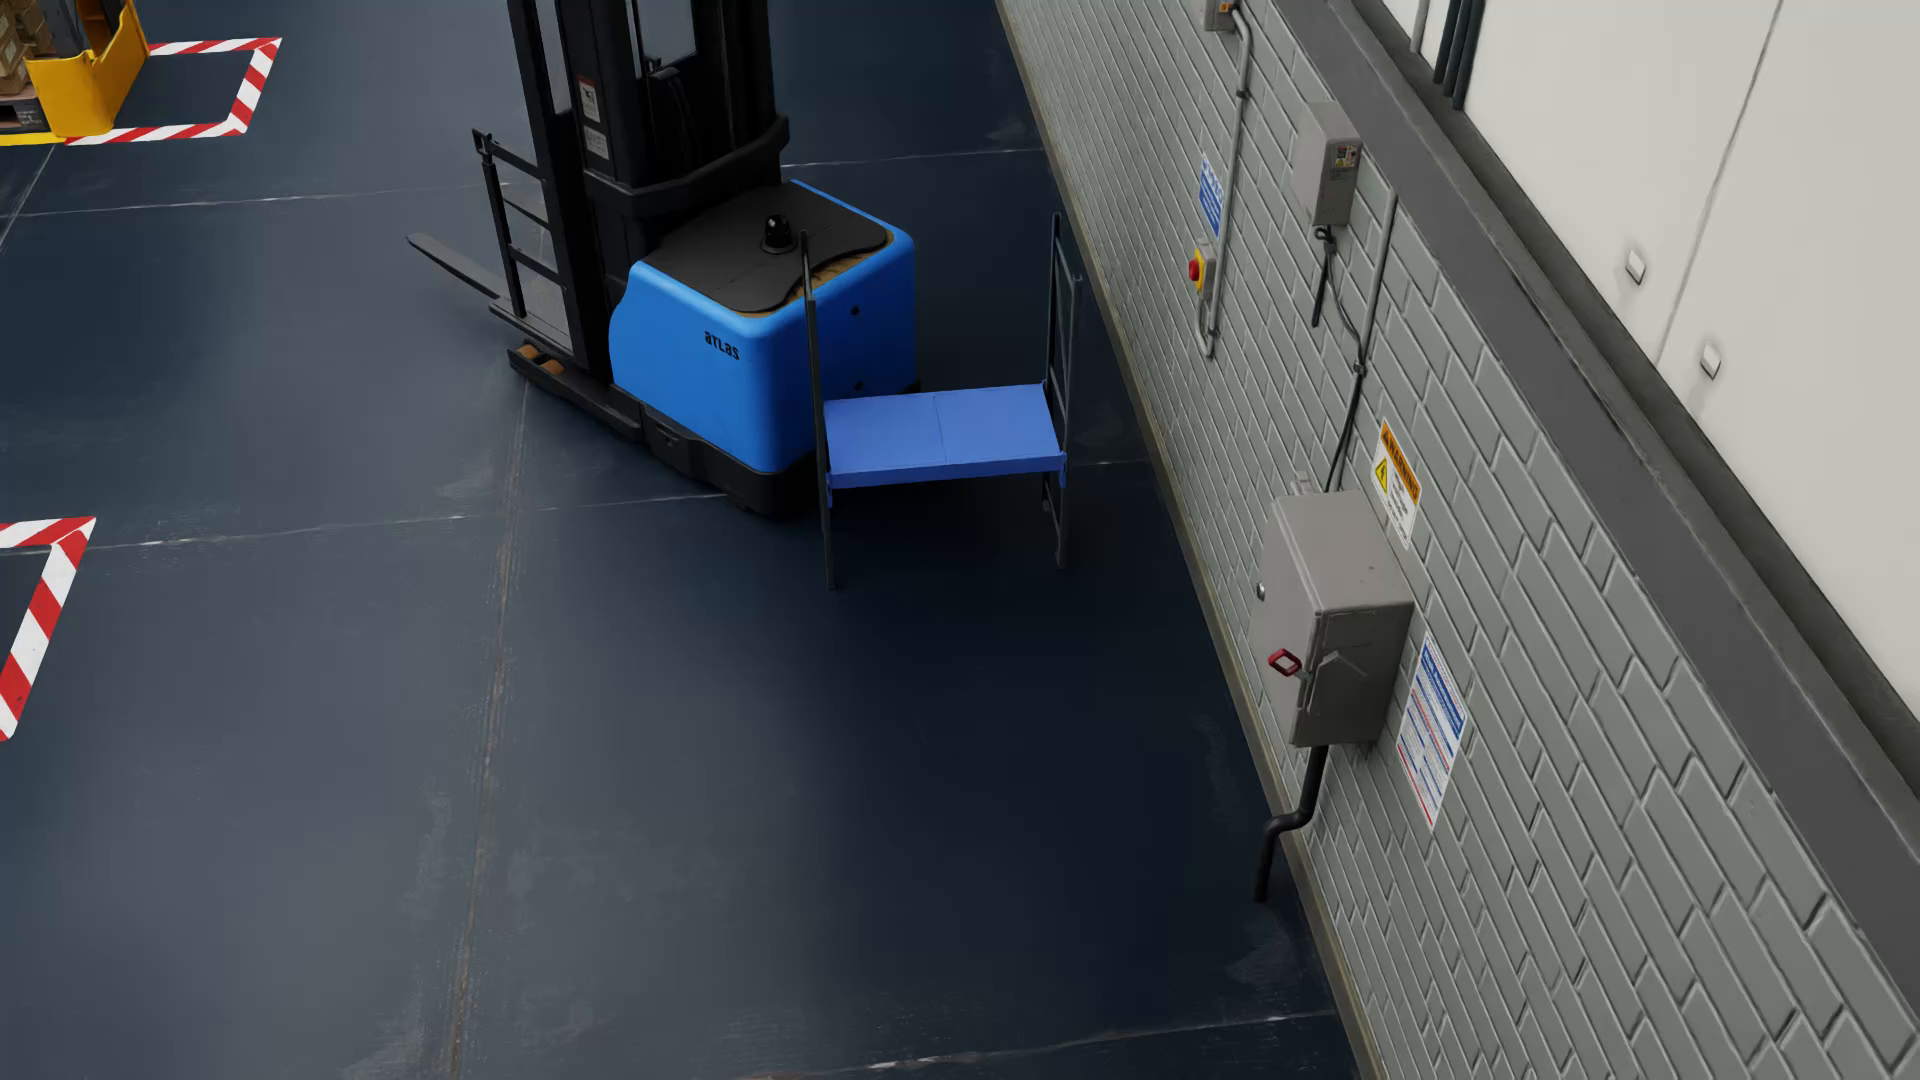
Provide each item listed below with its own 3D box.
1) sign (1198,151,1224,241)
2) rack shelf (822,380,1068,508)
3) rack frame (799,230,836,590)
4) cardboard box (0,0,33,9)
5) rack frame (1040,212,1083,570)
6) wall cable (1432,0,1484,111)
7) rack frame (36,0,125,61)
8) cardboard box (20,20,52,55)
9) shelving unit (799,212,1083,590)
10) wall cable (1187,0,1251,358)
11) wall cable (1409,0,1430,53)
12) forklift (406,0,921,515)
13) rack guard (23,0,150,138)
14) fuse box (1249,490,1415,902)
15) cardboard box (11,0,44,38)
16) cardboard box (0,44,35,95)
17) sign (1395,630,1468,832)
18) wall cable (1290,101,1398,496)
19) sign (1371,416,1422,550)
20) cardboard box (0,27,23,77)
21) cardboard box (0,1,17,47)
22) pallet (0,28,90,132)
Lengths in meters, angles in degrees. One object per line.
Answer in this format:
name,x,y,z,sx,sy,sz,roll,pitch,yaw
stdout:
sign,0.982,-1.349,6.516,0.001,0.218,0.327,-5,42,-6
rack shelf,-0.085,-0.416,7.071,1.000,0.185,0.538,-5,42,-6
rack frame,-0.589,-0.505,6.902,0.032,1.500,0.500,-5,42,-6
cardboard box,-5.966,-3.484,10.454,0.250,0.149,0.380,-7,42,-7
rack frame,0.419,-0.594,6.999,0.032,1.500,0.500,-5,42,-6
wall cable,1.362,-1.276,2.129,0.133,3.039,2.988,-5,42,-6
rack frame,-5.402,-3.985,9.640,0.127,3.000,1.000,-5,42,-6
cardboard box,-5.964,-3.250,10.639,0.250,0.149,0.380,-4,42,-5
shelving unit,-0.085,-0.549,6.950,1.048,1.500,0.538,-5,42,-6
wall cable,0.928,-1.601,6.214,0.123,1.953,0.585,-5,42,-6
wall cable,1.038,-3.116,4.196,0.029,3.000,2.355,-5,42,-6
forklift,-1.624,-2.050,7.545,3.031,2.935,1.130,31,50,29
rack guard,-5.478,-3.050,10.470,0.348,0.500,1.175,-5,42,-6
fuse box,1.055,0.674,5.436,0.414,1.711,0.539,-5,42,-6
cardboard box,-5.955,-3.318,10.493,0.250,0.149,0.380,-3,42,-4
cardboard box,-5.897,-2.898,10.250,0.250,0.149,0.380,-4,42,-5
sign,1.325,0.541,4.692,0.001,0.494,0.329,-5,42,-6
wall cable,1.123,-0.648,5.181,0.122,1.984,0.588,-5,42,-6
sign,1.253,-0.165,4.788,0.001,0.242,0.339,-5,42,-6
cardboard box,-5.889,-2.958,10.093,0.250,0.149,0.380,-6,42,-7
cardboard box,-5.895,-3.089,10.017,0.250,0.149,0.380,-5,42,-5
pallet,-6.288,-2.896,10.514,1.213,0.211,1.003,-5,42,-6
